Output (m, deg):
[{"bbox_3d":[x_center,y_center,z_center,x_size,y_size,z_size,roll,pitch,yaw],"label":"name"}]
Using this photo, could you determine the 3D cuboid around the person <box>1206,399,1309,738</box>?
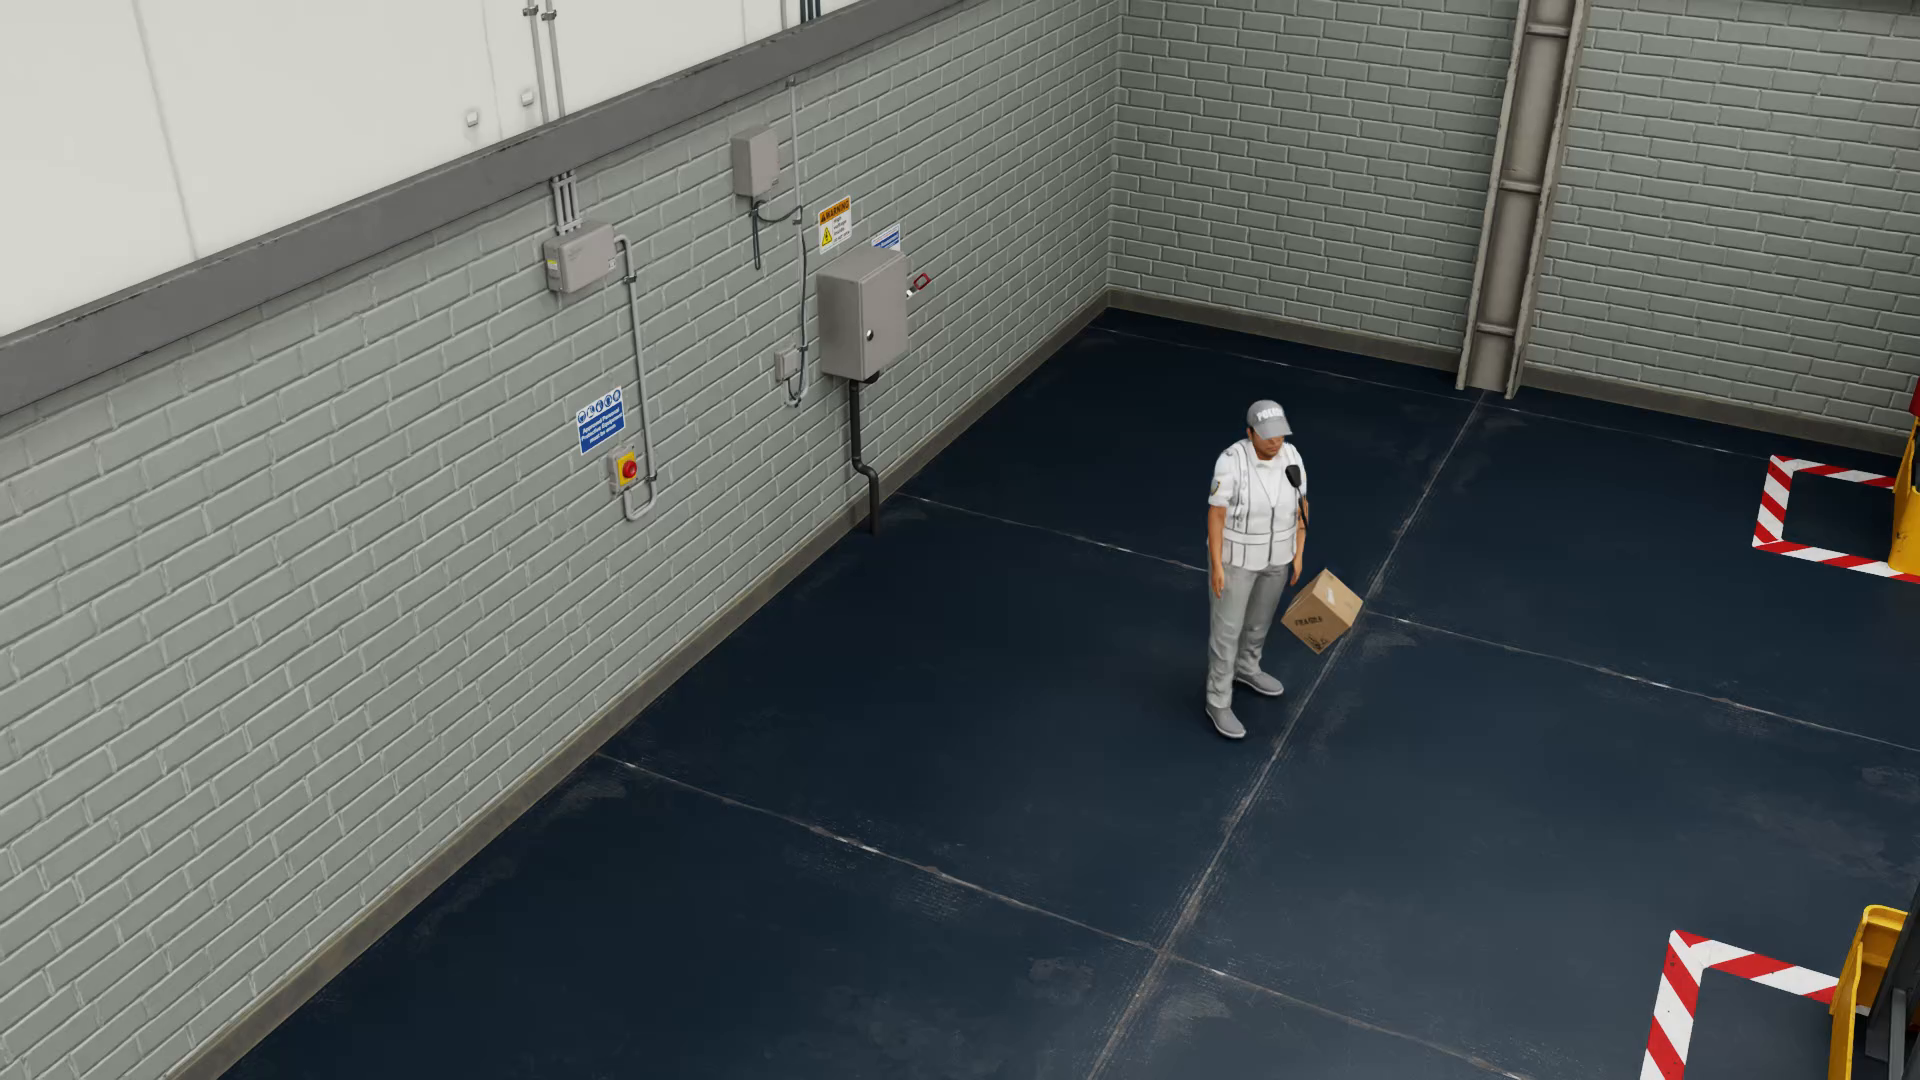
[{"bbox_3d":[1.446,0.119,8.052,0.559,1.664,0.540,-11,32,-18],"label":"person"}]
